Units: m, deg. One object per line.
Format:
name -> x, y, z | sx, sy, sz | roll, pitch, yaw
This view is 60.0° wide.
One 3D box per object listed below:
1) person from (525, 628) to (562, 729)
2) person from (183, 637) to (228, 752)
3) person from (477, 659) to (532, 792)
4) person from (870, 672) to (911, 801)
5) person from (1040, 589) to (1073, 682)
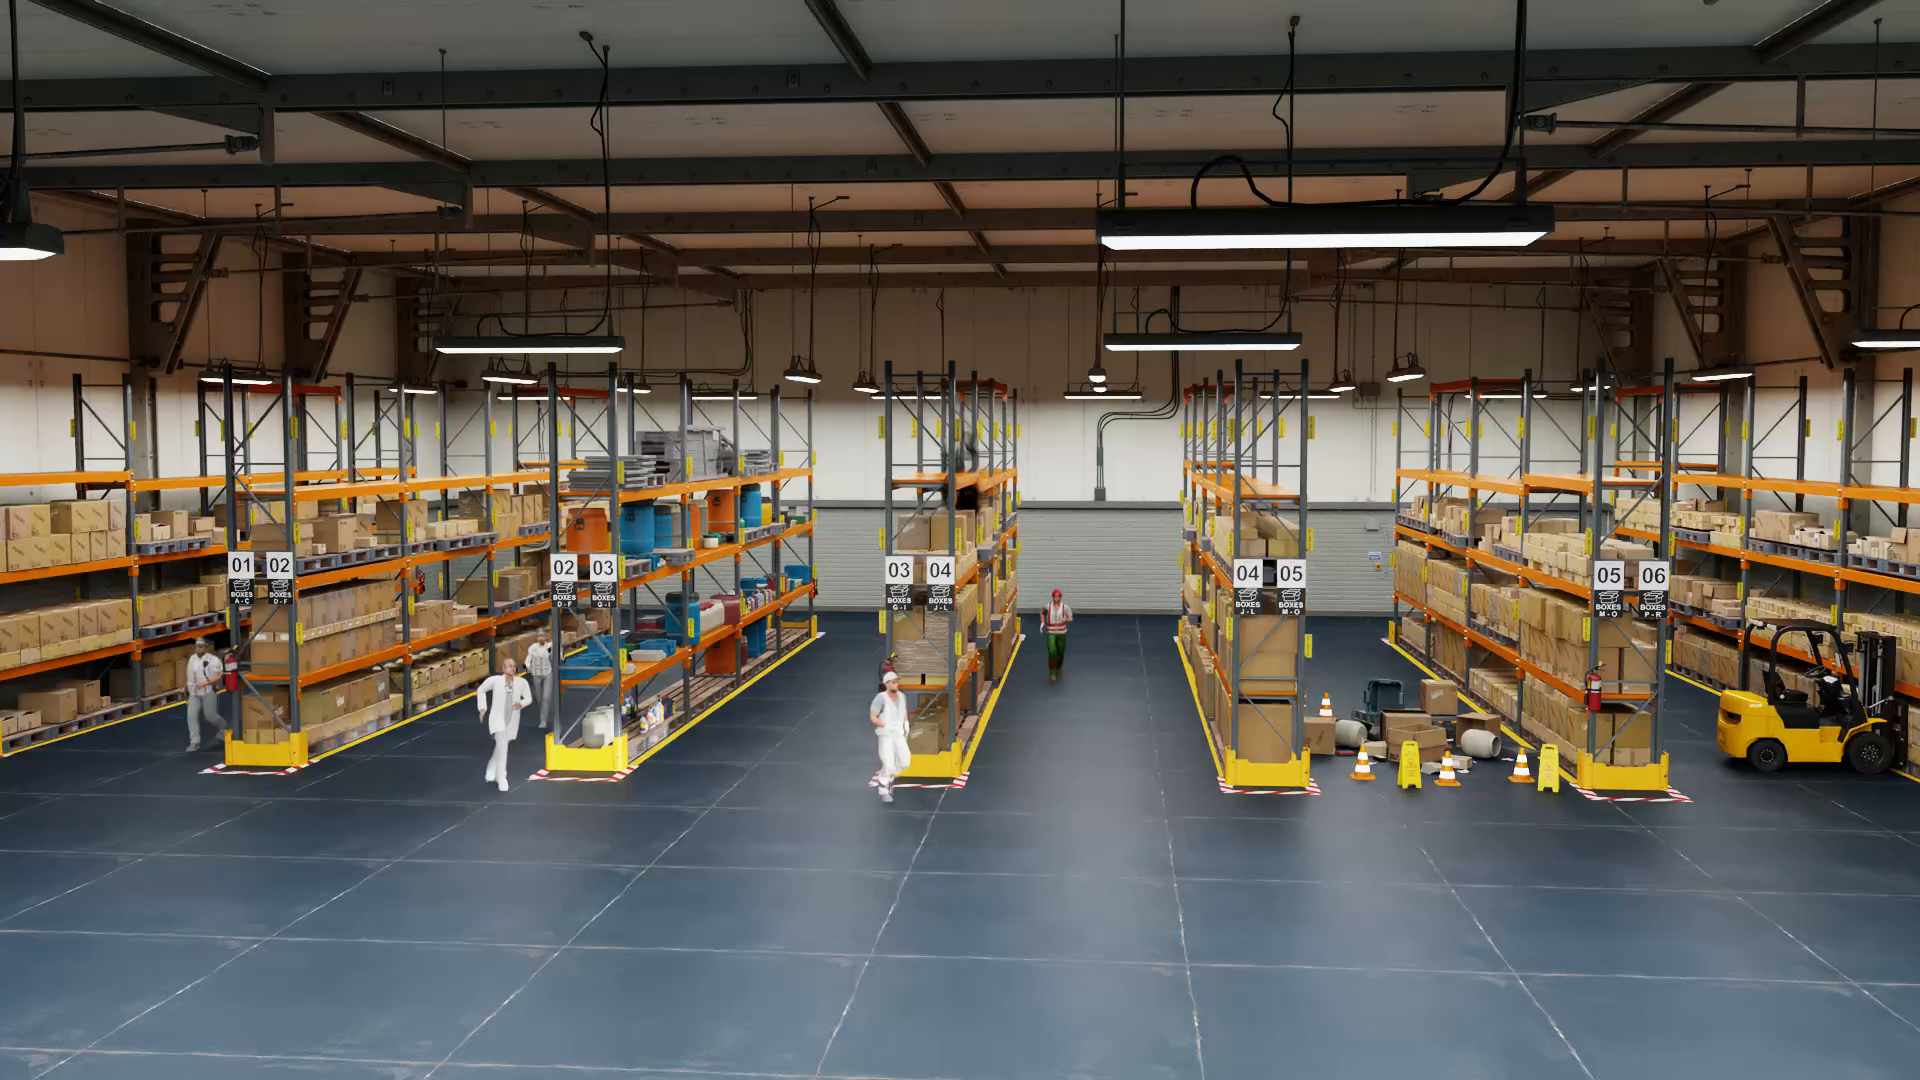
person -> -7.075, 2.303, 28.277 | 0.600, 1.681, 0.892 | 0, 4, -5
person -> -11.904, 2.392, 26.173 | 0.690, 1.759, 0.928 | 0, 4, 6
person -> -6.380, 2.571, 23.456 | 0.699, 1.775, 0.927 | -2, 5, -34
person -> -0.897, 2.655, 22.492 | 0.702, 1.753, 0.611 | -3, 5, -39
person -> 1.931, 1.889, 33.354 | 0.656, 1.805, 0.940 | 0, 4, 1
